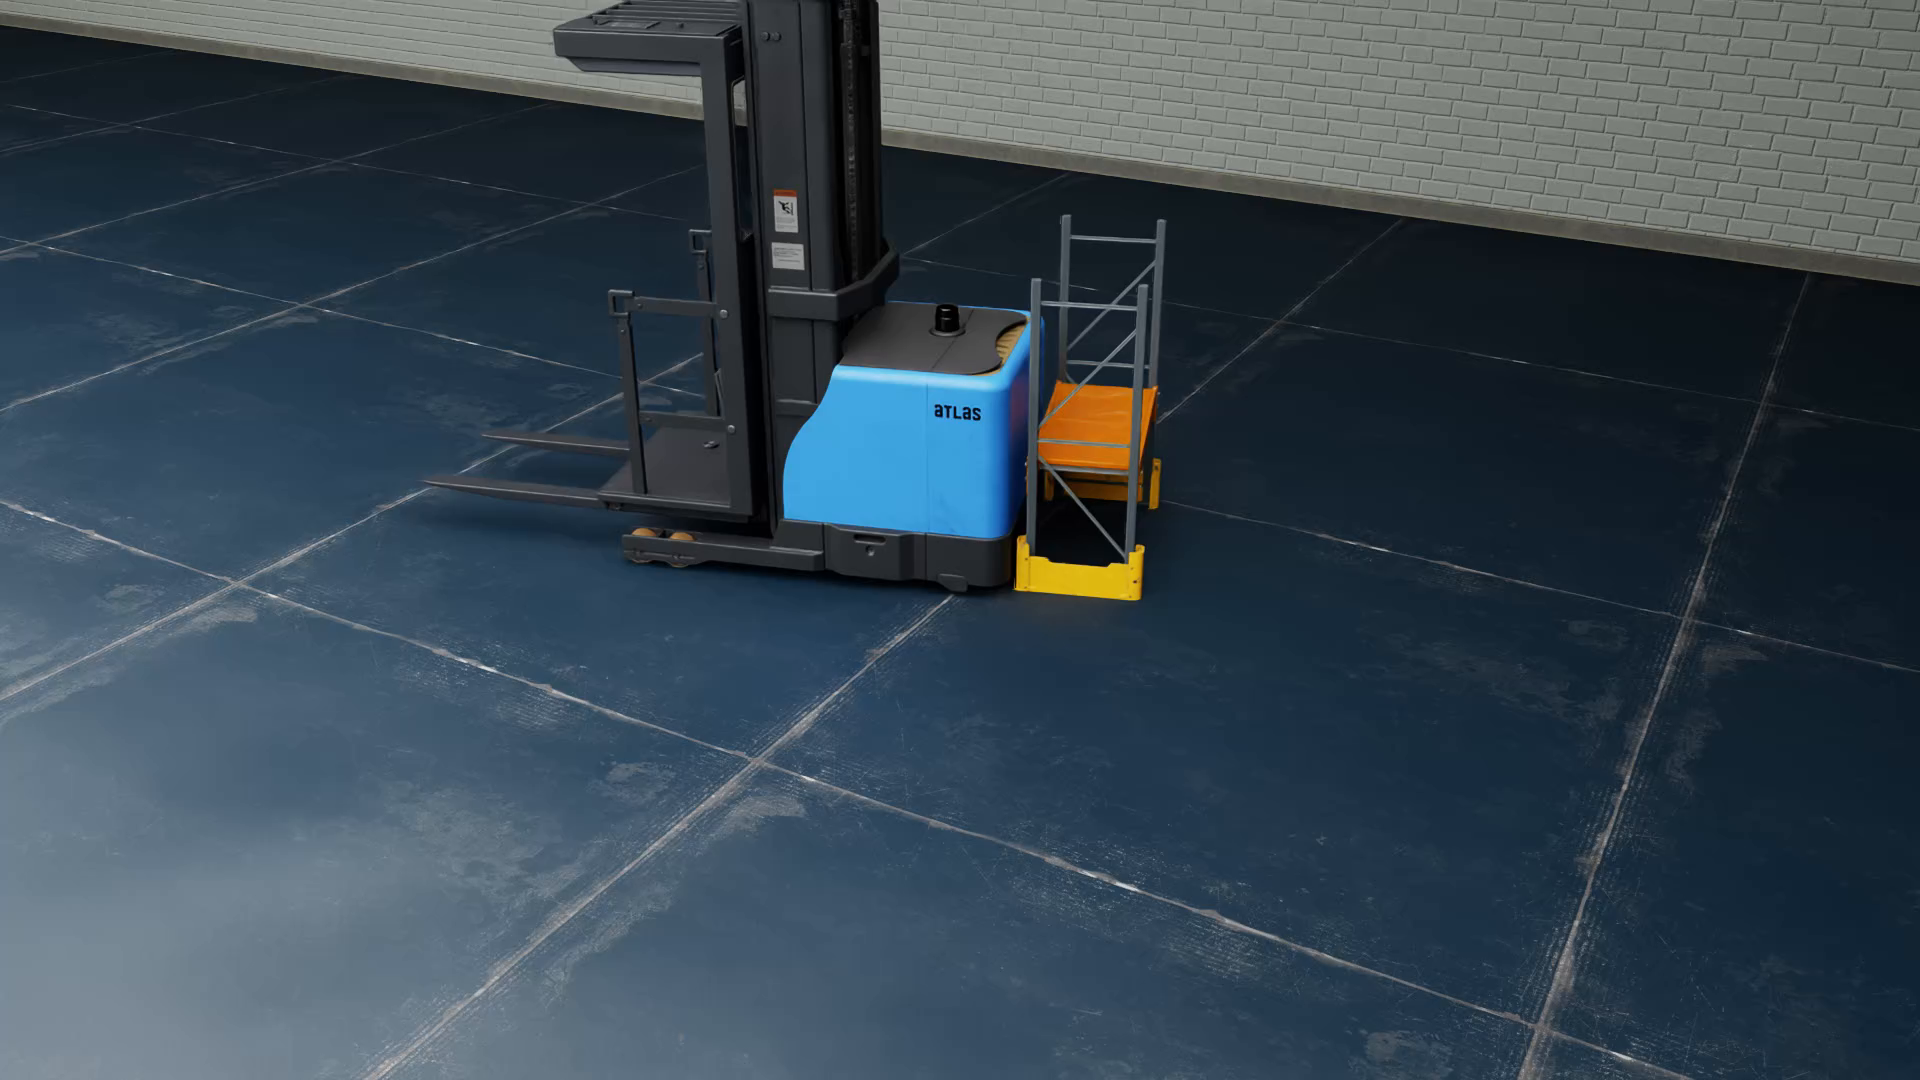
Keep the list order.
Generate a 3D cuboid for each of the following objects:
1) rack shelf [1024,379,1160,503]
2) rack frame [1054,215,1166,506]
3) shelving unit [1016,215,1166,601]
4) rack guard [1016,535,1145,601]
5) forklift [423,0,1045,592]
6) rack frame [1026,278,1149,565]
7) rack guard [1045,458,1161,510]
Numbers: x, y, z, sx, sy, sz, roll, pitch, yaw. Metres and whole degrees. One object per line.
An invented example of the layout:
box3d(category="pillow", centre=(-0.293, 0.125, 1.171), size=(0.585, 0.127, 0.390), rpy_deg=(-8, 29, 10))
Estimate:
box3d(category="rack shelf", centre=(0.647, -0.491, 7.957), size=(0.538, 0.185, 1.000), rpy_deg=(5, 27, 9))
box3d(category="rack frame", centre=(0.740, -0.875, 8.323), size=(0.500, 1.500, 0.032), rpy_deg=(5, 27, 9))
box3d(category="shelving unit", centre=(0.645, -0.648, 7.868), size=(0.587, 1.500, 1.083), rpy_deg=(5, 27, 9))
box3d(category="rack guard", centre=(0.554, 0.130, 7.710), size=(0.587, 0.250, 0.087), rpy_deg=(5, 27, 9))
box3d(category="forklift", centre=(-1.147, -1.401, 7.774), size=(3.031, 2.935, 1.130), rpy_deg=(6, 27, 11))
box3d(category="rack frame", centre=(0.553, -0.428, 7.429), size=(0.500, 1.500, 0.032), rpy_deg=(5, 27, 9))
box3d(category="rack guard", centre=(0.736, -0.308, 8.586), size=(0.587, 0.250, 0.087), rpy_deg=(5, 27, 9))
